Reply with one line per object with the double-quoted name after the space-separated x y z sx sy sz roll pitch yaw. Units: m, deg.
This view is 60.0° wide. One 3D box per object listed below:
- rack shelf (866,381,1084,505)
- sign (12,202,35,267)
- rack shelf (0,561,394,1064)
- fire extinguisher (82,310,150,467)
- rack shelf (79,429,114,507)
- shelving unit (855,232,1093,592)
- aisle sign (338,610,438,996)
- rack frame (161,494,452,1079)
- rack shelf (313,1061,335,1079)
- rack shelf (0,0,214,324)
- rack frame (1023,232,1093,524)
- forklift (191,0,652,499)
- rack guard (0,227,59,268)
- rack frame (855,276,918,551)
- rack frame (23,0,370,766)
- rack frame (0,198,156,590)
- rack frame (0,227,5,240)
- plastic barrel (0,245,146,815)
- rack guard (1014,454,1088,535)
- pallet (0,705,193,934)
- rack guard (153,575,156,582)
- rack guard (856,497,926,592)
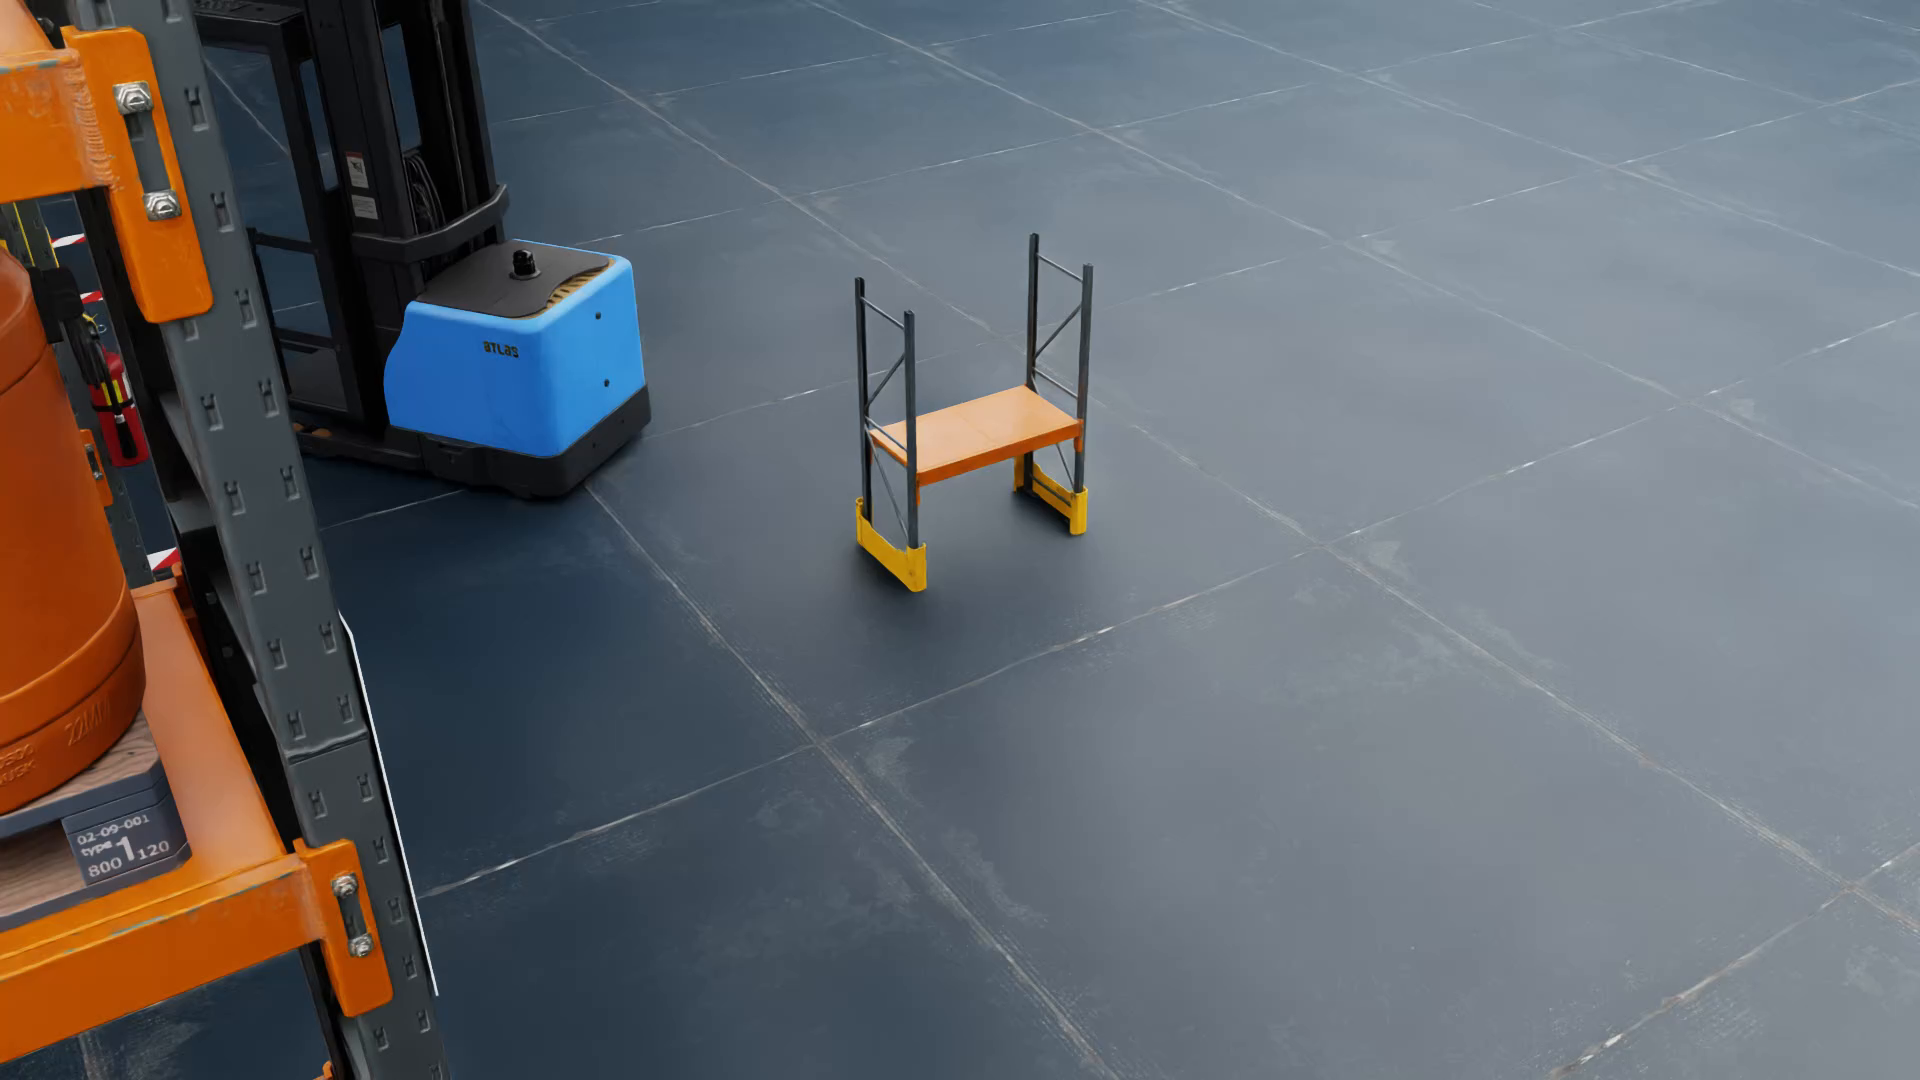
0.072 -0.507 8.485 1.000 0.185 0.538 -19 37 -27 "rack shelf"
-3.657 -1.214 6.482 0.005 0.325 0.100 -19 37 -27 "sign"
-2.938 0.989 2.233 4.000 0.370 1.077 -19 37 -27 "rack shelf"
-3.595 -0.639 7.024 0.183 0.674 0.296 -19 37 -27 "fire extinguisher"
-5.622 0.037 6.554 4.000 0.370 1.077 -19 37 -27 "rack shelf"
0.064 -0.656 8.385 1.083 1.500 0.587 -19 37 -27 "shelving unit"
-1.036 0.388 2.886 0.004 0.787 0.394 -19 37 -27 "aisle sign"
-1.257 1.376 3.758 0.127 3.000 1.000 -19 37 -27 "rack frame"
-2.938 2.258 3.033 4.000 0.370 1.077 -19 37 -27 "rack shelf"
-2.938 -0.110 1.539 4.000 0.370 1.077 -19 37 -27 "rack shelf"
0.499 -0.806 8.622 0.032 1.500 0.500 -19 37 -27 "rack frame"
-3.375 -1.954 9.100 3.031 2.935 1.130 12 34 18 "forklift"
-6.523 -2.049 11.529 0.348 0.500 1.175 -19 37 -27 "rack guard"
-0.356 -0.512 8.156 0.032 1.500 0.500 -19 37 -27 "rack frame"
-1.257 -1.162 2.157 0.127 3.000 1.000 -19 37 -27 "rack frame"
-3.941 -0.845 7.279 0.127 3.000 1.000 -19 37 -27 "rack frame"
-6.543 -3.099 10.851 0.127 3.000 1.000 -19 37 -27 "rack frame"
-1.597 -0.055 2.418 0.708 0.830 0.600 -19 37 -27 "plastic barrel"
0.483 -0.272 8.946 0.087 0.250 0.587 -19 37 -27 "rack guard"
-2.005 0.382 2.698 1.213 0.211 1.003 -19 37 -27 "pallet"
-4.004 0.234 7.911 0.348 0.500 1.175 -19 37 -27 "rack guard"
-0.355 0.016 8.490 0.087 0.250 0.587 -19 37 -27 "rack guard"
